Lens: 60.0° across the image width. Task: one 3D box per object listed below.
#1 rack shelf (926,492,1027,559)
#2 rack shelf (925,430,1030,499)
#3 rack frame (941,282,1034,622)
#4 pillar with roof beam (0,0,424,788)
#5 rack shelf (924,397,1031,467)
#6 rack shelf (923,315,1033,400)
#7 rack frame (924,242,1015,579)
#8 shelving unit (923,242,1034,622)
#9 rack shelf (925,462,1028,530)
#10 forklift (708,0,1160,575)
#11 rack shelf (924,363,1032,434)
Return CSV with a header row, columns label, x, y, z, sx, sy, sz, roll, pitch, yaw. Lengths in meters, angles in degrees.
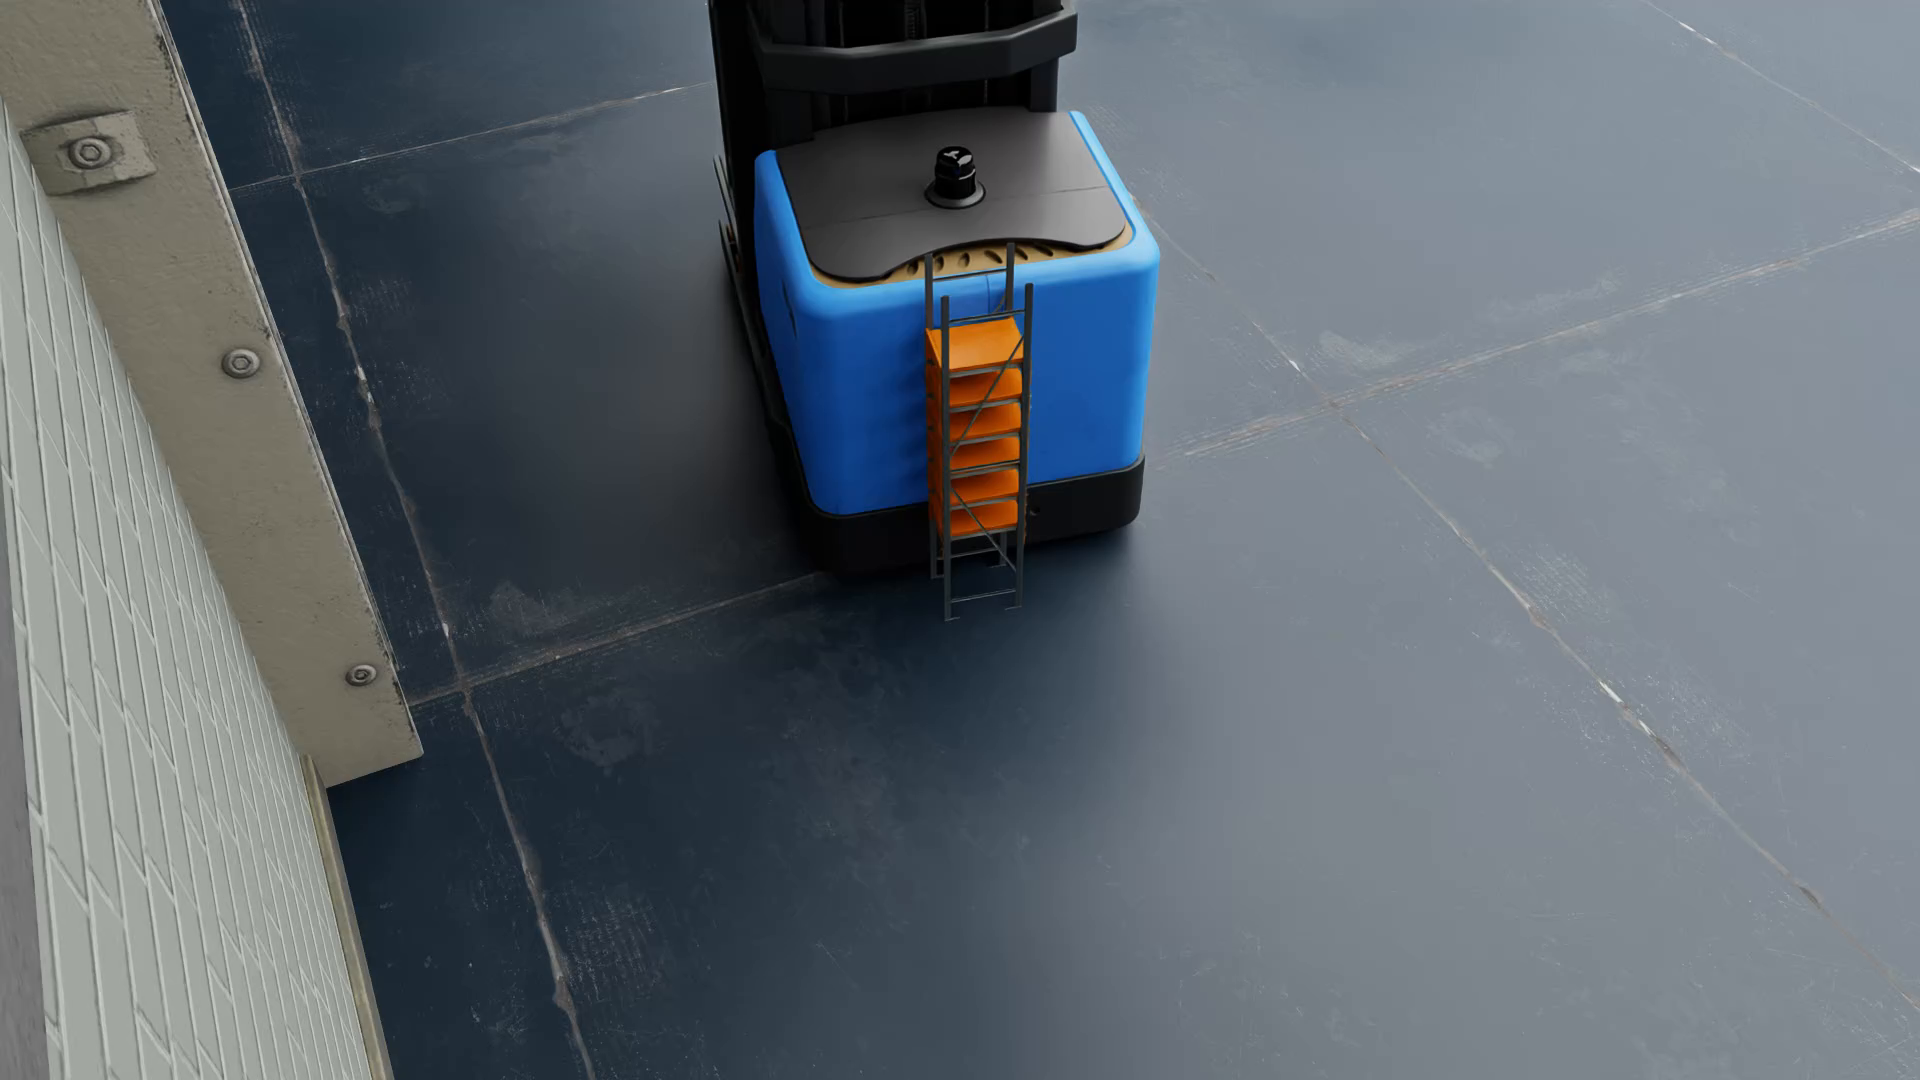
label,x,y,z,sx,sy,sz,roll,pitch,yaw
rack shelf,0.047,-0.062,4.864,0.258,0.103,0.180,-10,45,-10
rack shelf,0.047,-0.233,4.695,0.258,0.103,0.180,-10,45,-10
rack frame,0.069,-0.202,4.601,0.240,1.200,0.006,-10,45,-10
pillar with roof beam,2.187,-3.955,2.851,9.100,9.000,0.400,-18,47,-17
rack shelf,0.047,-0.318,4.611,0.258,0.103,0.180,-10,45,-10
rack shelf,0.047,-0.489,4.442,0.258,0.103,0.180,-10,45,-10
rack frame,0.025,-0.327,4.727,0.240,1.200,0.006,-10,45,-10
shelving unit,0.047,-0.265,4.664,0.258,1.200,0.189,-10,45,-10
rack shelf,0.047,-0.148,4.779,0.258,0.103,0.180,-10,45,-10
forklift,-0.280,-1.991,5.181,1.130,2.935,3.031,-10,45,-10
rack shelf,0.047,-0.404,4.527,0.258,0.103,0.180,-10,45,-10
